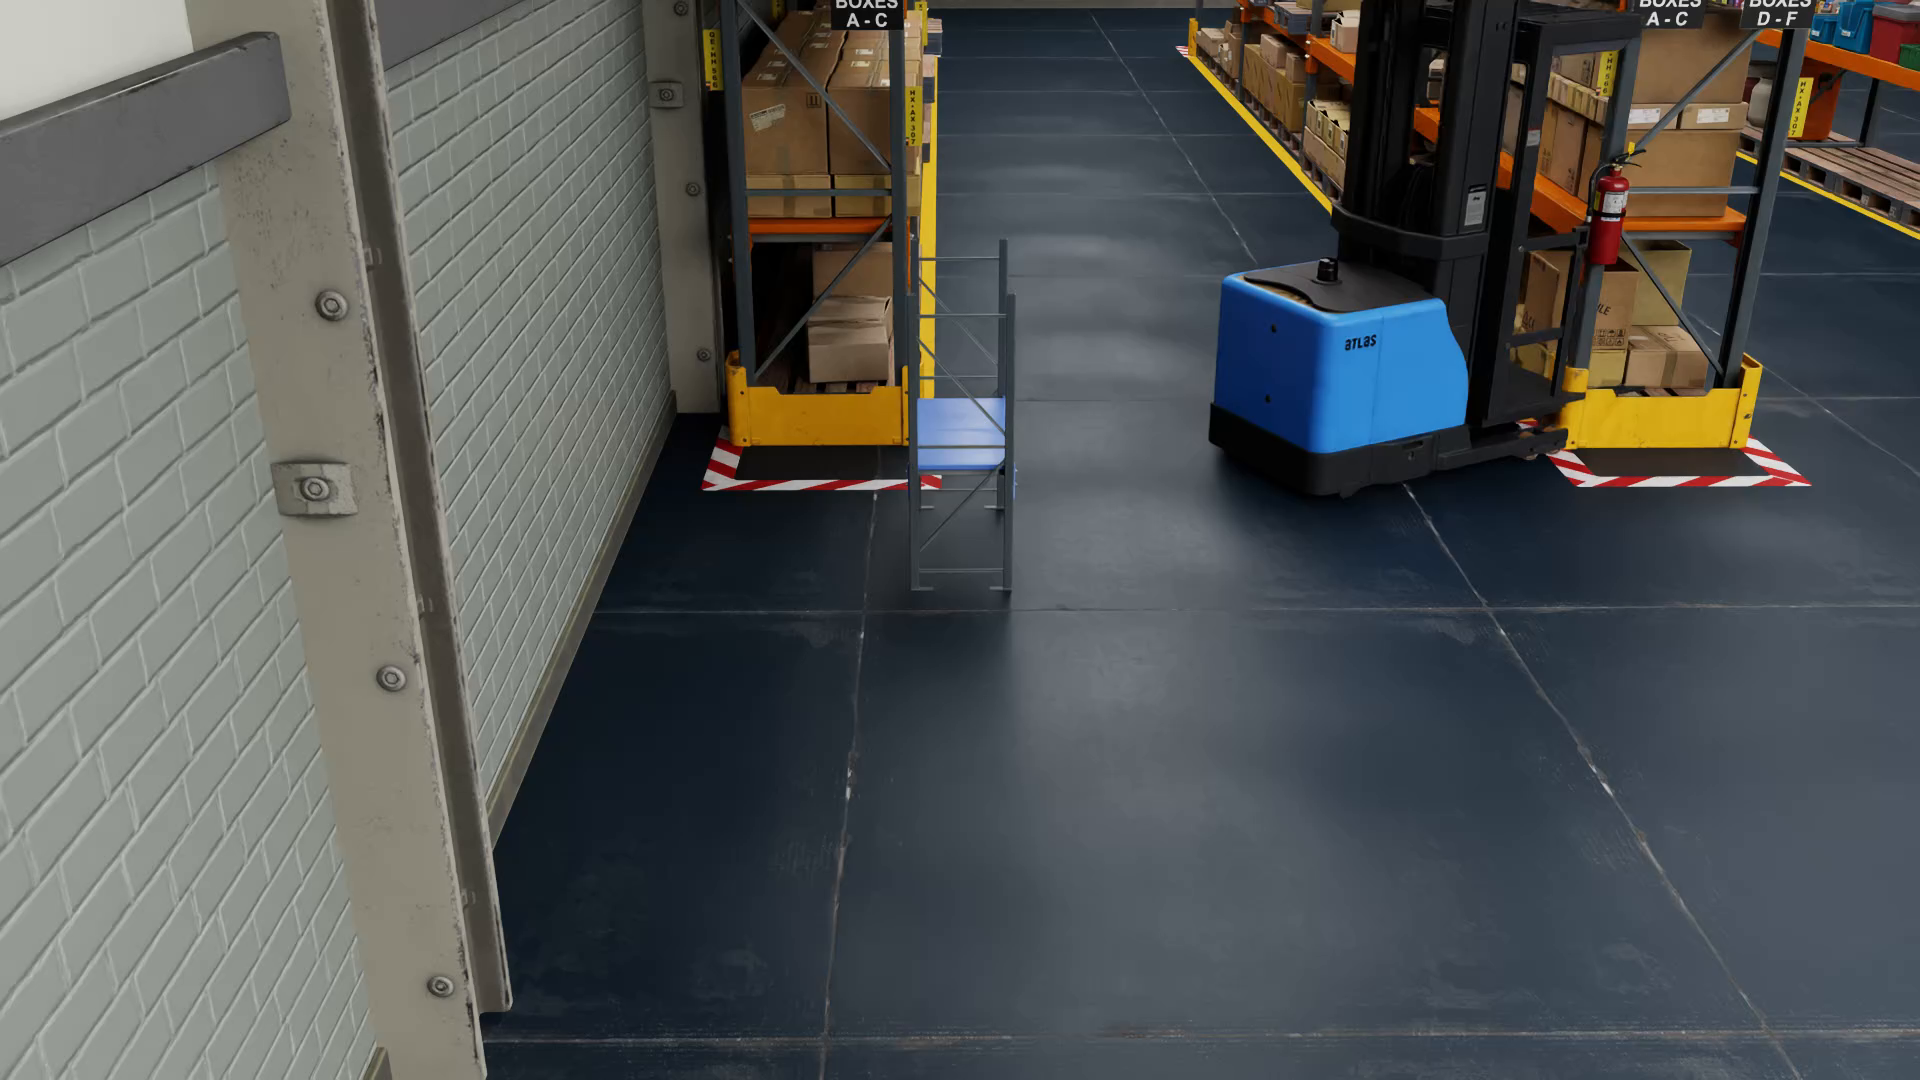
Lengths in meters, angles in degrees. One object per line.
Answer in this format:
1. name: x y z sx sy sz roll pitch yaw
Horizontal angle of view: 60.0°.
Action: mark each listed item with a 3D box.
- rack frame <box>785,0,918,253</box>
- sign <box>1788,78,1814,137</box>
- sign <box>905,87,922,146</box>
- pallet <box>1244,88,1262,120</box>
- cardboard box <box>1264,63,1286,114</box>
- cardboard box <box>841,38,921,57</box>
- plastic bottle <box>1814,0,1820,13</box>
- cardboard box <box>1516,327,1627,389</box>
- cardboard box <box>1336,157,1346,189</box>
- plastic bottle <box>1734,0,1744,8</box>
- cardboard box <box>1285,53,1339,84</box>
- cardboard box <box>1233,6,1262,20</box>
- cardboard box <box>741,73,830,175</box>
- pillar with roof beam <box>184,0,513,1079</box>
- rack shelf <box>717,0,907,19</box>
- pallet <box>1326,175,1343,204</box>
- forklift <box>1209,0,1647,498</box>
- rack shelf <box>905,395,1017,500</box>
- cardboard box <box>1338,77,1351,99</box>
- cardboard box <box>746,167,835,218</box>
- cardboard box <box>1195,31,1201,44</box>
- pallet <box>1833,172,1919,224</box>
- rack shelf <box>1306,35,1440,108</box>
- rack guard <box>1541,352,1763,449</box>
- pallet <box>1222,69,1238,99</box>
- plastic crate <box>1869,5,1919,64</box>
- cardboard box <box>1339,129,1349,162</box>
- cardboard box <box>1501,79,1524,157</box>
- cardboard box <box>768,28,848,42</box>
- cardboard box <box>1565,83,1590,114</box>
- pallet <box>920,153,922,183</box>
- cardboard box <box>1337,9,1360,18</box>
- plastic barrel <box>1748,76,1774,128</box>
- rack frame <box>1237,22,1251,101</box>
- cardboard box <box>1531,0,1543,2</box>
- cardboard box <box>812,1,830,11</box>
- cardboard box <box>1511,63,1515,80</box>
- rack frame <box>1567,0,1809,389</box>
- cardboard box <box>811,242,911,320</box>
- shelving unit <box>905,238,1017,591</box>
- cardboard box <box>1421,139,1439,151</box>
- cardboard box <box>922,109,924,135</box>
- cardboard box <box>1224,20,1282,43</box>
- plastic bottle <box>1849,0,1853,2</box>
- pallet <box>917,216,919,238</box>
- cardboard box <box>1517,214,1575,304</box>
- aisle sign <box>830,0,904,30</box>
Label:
1. rack frame: -0.848 -3.620 13.113 1.000 3.000 0.127 0 24 -1
2. sign: 4.704 -2.426 9.327 0.100 0.325 0.005 0 24 -1
3. sign: -0.261 -2.368 9.296 0.100 0.325 0.005 0 24 -1
4. pallet: 4.065 -5.334 20.288 1.003 0.211 1.213 0 24 -1
5. cardboard box: 3.800 -5.167 19.034 0.500 0.500 0.500 -1 24 -3
6. cardboard box: -0.521 -3.081 11.170 0.500 0.500 0.500 0 24 1
7. plastic bottle: 9.351 -5.822 18.139 0.097 0.271 0.097 0 24 0
8. cardboard box: 3.848 -1.153 10.487 0.500 0.250 0.500 0 24 -1
9. cardboard box: 3.797 -3.380 15.411 0.500 0.250 0.500 0 24 1
10. plastic bottle: 8.572 -5.895 18.286 0.061 0.283 0.133 0 24 -1
11. cardboard box: 3.812 -5.102 17.981 0.500 0.250 0.500 1 24 1
12. cardboard box: 4.227 -7.427 24.030 0.500 0.500 0.500 0 24 -1
13. cardboard box: -1.022 -2.447 9.768 0.500 0.500 0.500 -1 24 -1
14. pillar with roof beam: 2.694 -2.536 3.438 9.100 9.000 0.400 0 24 -1
15. rack shelf: -0.826 -3.834 10.821 1.077 0.370 4.000 0 24 -1
16. pallet: 4.042 -3.180 15.526 1.003 0.211 1.213 0 24 -1
17. forklift: 3.024 -1.981 9.574 3.031 2.935 1.130 -12 27 -25
18. rack shelf: 0.001 -0.484 8.437 0.538 0.185 1.000 0 24 -1
19. cardboard box: 4.332 -4.758 18.129 0.500 0.500 0.500 -1 24 -2
20. cardboard box: -1.003 -2.104 9.920 0.500 0.250 0.500 0 24 0
21. cardboard box: 3.636 -7.316 24.211 0.380 0.149 0.250 0 24 -1
22. pallet: 8.995 -3.221 15.616 1.003 0.211 1.213 0 24 -1
23. rack shelf: 4.084 -4.140 15.136 1.077 0.370 4.000 0 24 -1
24. rack guard: 4.150 -0.846 10.015 1.175 0.500 0.348 0 24 -1
25. pallet: 4.012 -5.952 21.655 1.003 0.211 1.213 0 24 -1
26. plastic crate: 8.727 -4.674 15.367 0.402 0.464 0.583 0 24 -1
27. cardboard box: 3.798 -3.630 15.283 0.500 0.311 0.500 -1 24 -1
28. cardboard box: 4.137 -2.871 11.337 0.700 0.500 0.500 0 24 1
29. cardboard box: -1.050 -3.289 11.630 0.500 0.500 0.500 0 24 1
30. cardboard box: 3.947 -2.706 10.185 0.380 0.149 0.250 -1 24 -1
31. pallet: -0.884 -3.675 16.620 1.003 0.211 1.213 0 24 -1
32. cardboard box: 4.022 -5.101 16.497 0.500 0.311 0.500 1 24 3
33. plastic barrel: 8.897 -4.804 18.241 0.421 0.512 0.421 0 24 0
34. rack frame: 4.018 -6.940 20.454 1.000 3.000 0.127 0 24 -1
35. cardboard box: 4.133 -3.477 11.102 0.700 0.500 0.500 0 24 -1
36. cardboard box: -0.819 -4.075 13.466 0.700 0.500 0.500 0 24 0
37. cardboard box: 3.935 -3.235 11.353 0.380 0.149 0.250 0 24 -1
38. rack frame: 4.149 -1.995 9.521 1.000 3.000 0.127 0 24 -1
39. cardboard box: -0.686 -1.856 11.713 0.700 0.500 0.500 -2 24 -4
40. shelving unit: 0.001 -0.648 8.363 0.538 1.500 1.048 0 24 -1
41. cardboard box: 4.343 -3.428 14.837 0.500 0.311 0.500 -1 24 -2
42. cardboard box: -0.768 -4.783 17.785 0.750 0.750 0.750 -1 24 -1
43. cardboard box: 3.993 -6.777 22.590 0.797 0.503 0.637 0 24 -1
44. plastic bottle: 9.376 -5.575 17.577 0.061 0.283 0.133 0 24 -1
45. pallet: -0.858 -2.670 14.397 1.003 0.211 1.213 0 24 -1
46. cardboard box: 3.820 -1.907 11.244 0.500 0.500 0.500 0 24 -1
47. aisle sign: -0.503 -3.128 8.870 0.394 0.787 0.004 0 24 -1
